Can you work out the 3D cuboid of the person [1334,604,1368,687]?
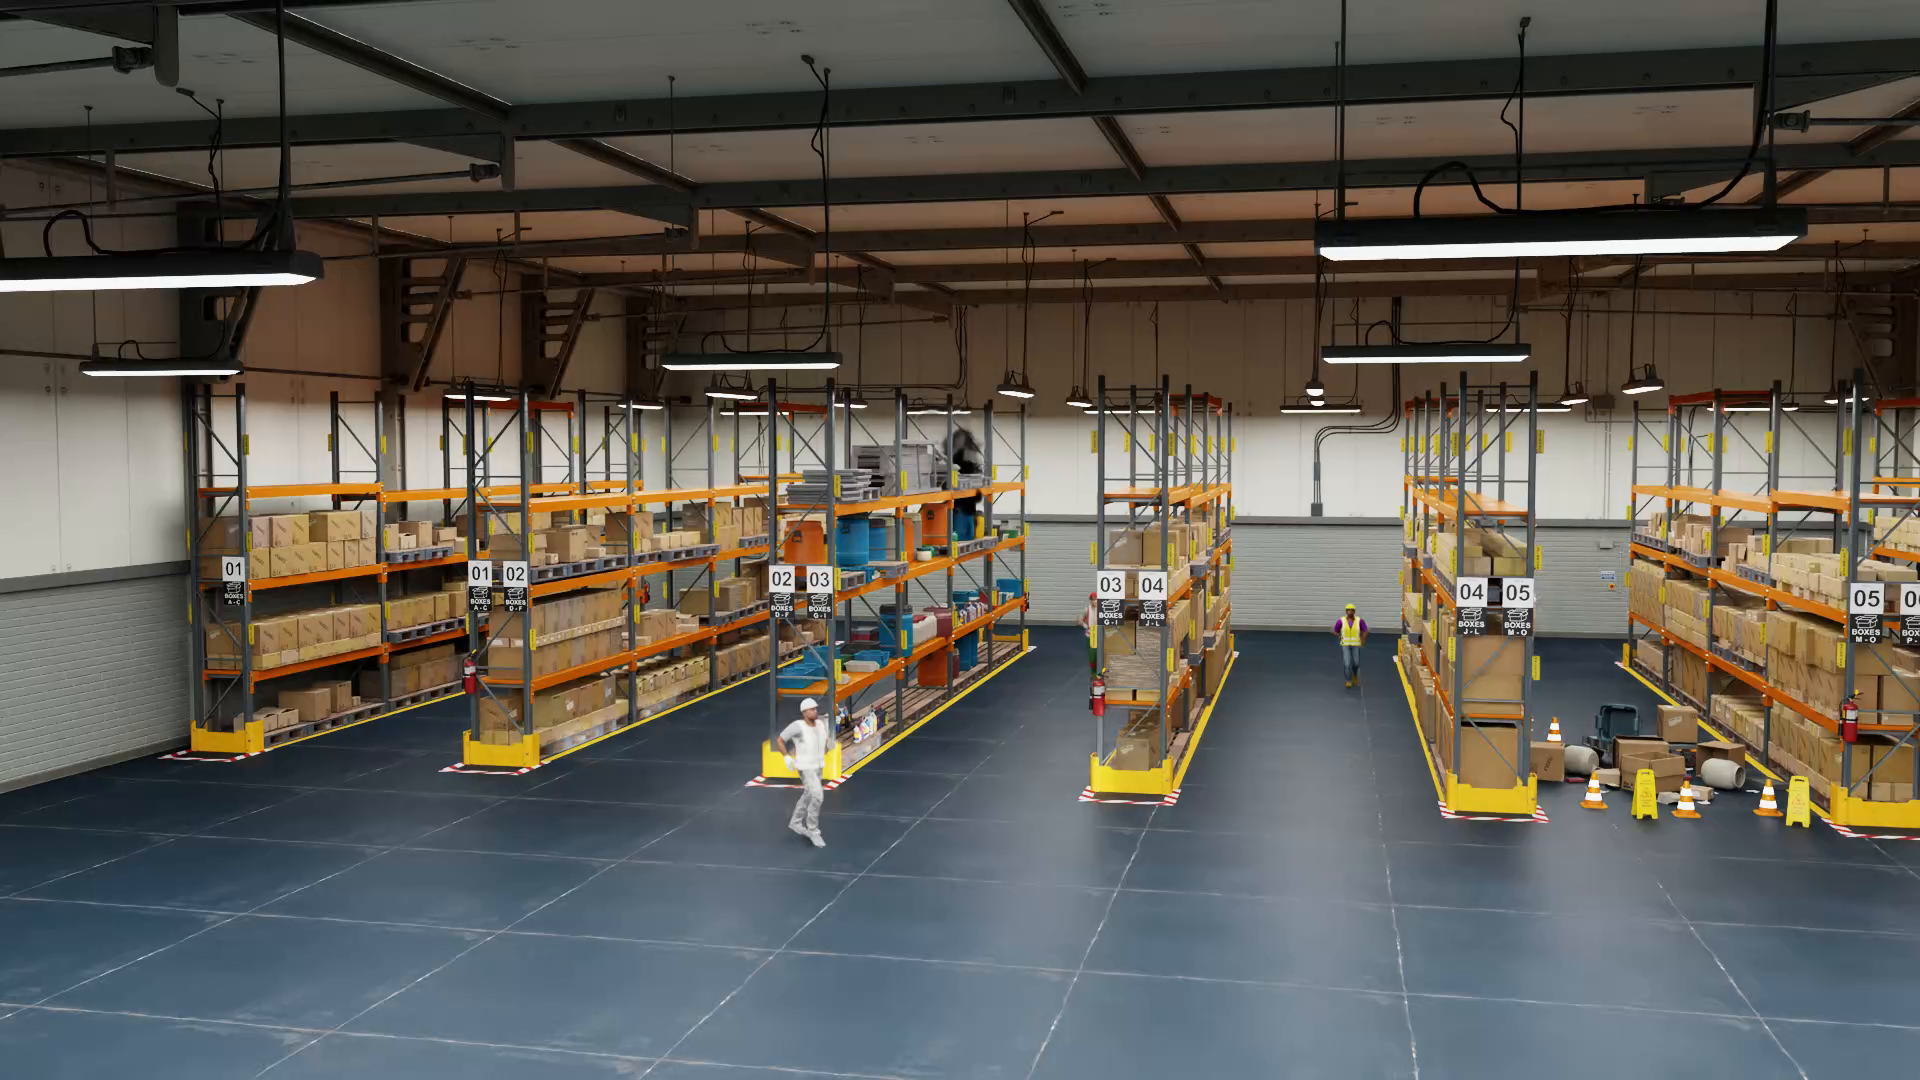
[{"bbox_3d":[8.037,2.177,34.215,0.690,1.721,0.582,1,3,12],"label":"person"}]

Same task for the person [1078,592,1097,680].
[{"bbox_3d":[2.676,1.972,32.875,0.687,1.900,0.724,1,3,14],"label":"person"}]

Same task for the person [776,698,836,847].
[{"bbox_3d":[-1.893,2.914,20.930,0.783,1.846,0.663,2,4,33],"label":"person"}]
